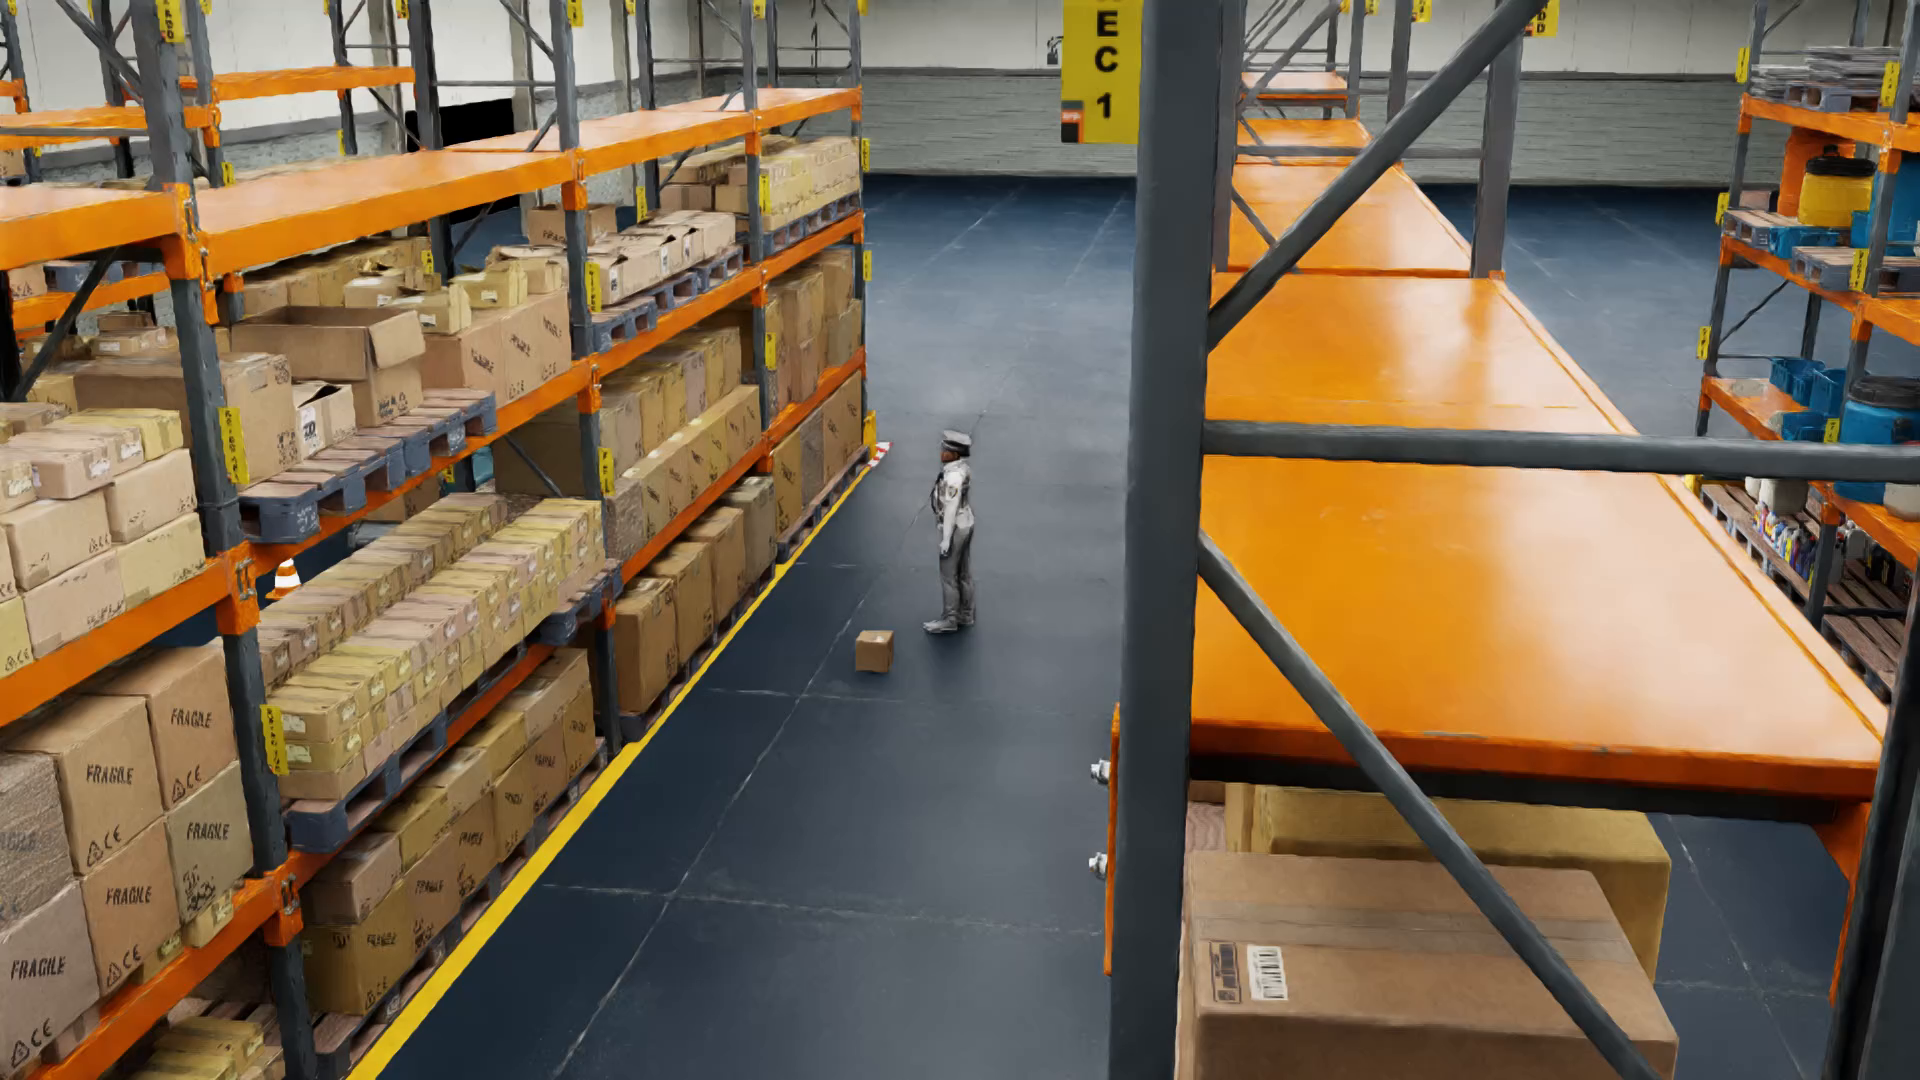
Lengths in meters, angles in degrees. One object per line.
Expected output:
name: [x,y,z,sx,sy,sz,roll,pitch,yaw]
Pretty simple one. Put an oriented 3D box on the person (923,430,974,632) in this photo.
person: [-0.084,-0.082,13.648,0.404,1.685,0.569,3,18,9]
